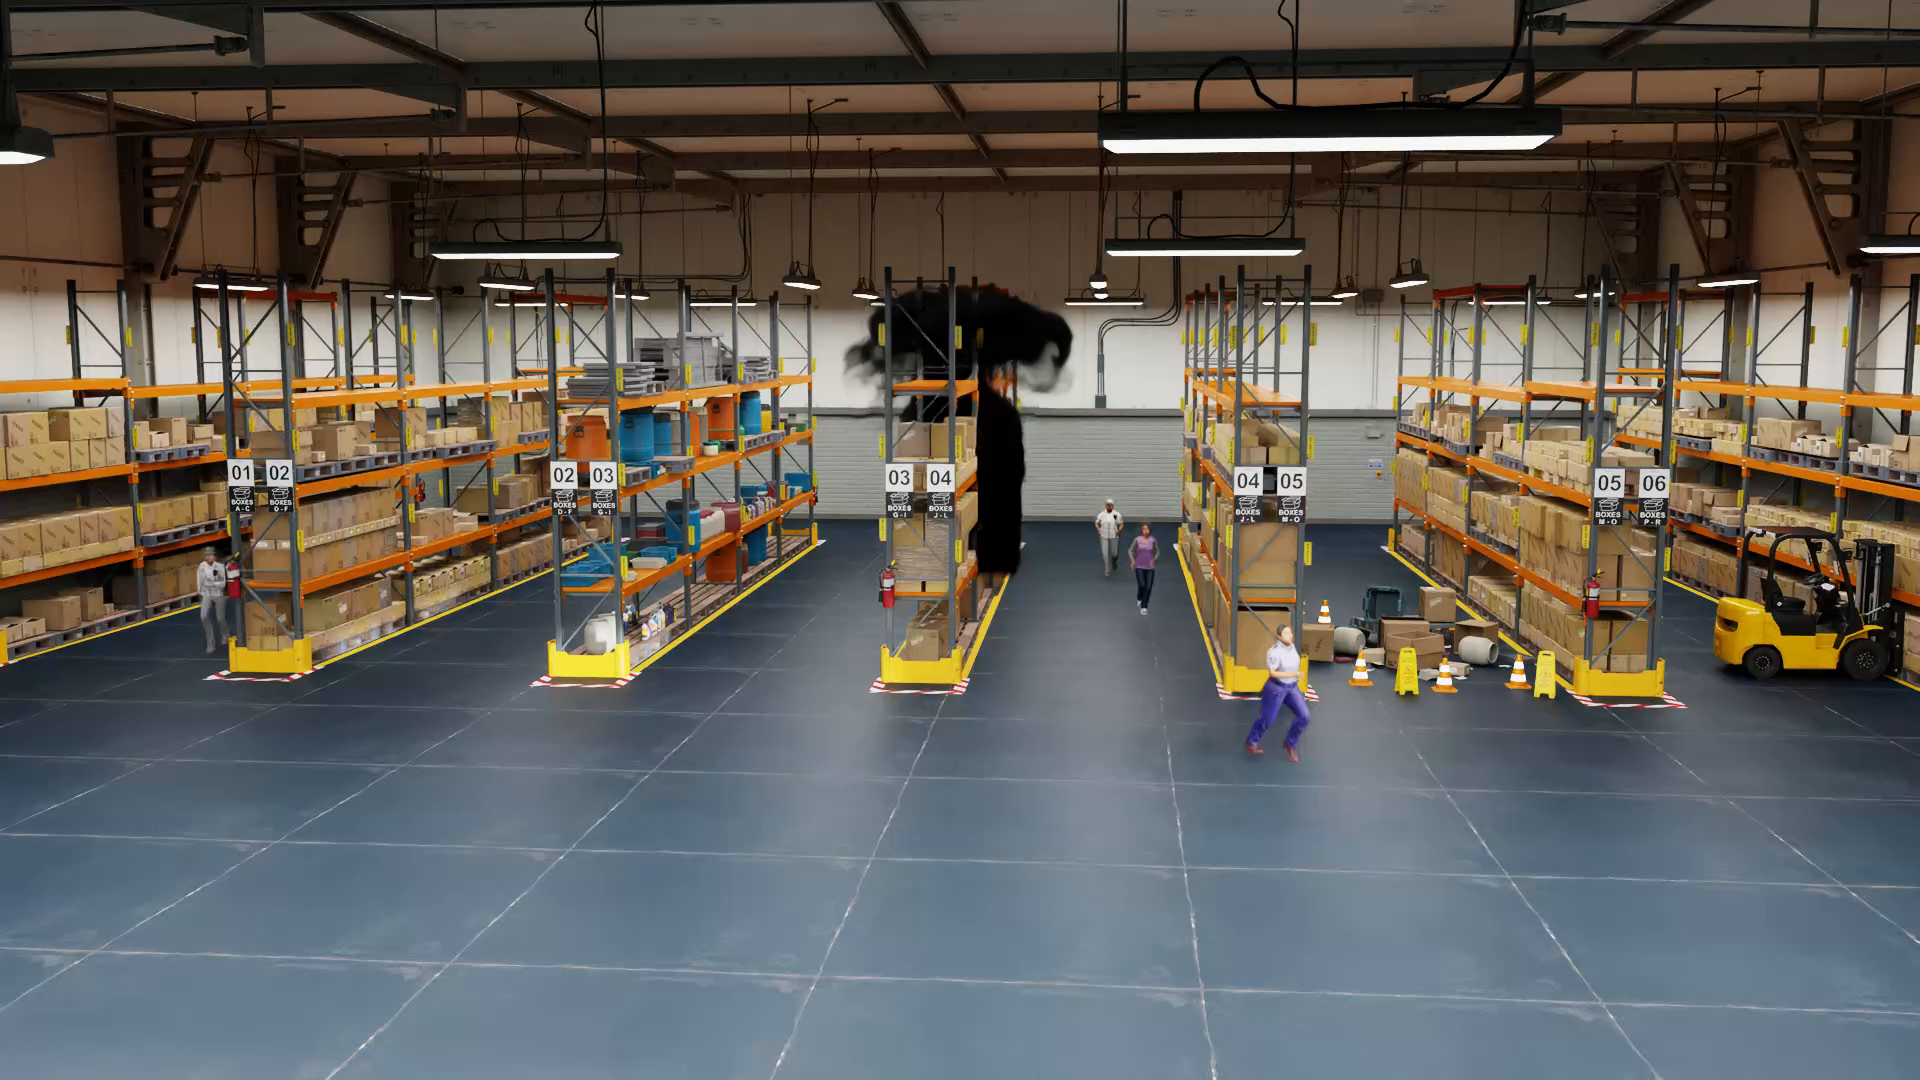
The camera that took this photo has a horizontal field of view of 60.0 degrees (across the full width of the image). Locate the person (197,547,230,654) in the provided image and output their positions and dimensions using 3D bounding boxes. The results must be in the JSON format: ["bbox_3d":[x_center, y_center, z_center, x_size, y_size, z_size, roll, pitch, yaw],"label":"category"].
[{"bbox_3d":[-11.957,0.939,26.693,0.636,1.725,0.827,0,7,-2],"label":"person"}]

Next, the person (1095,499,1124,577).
[{"bbox_3d":[3.142,-0.056,35.077,0.608,1.617,0.599,1,7,6],"label":"person"}]

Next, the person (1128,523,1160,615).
[{"bbox_3d":[3.150,0.501,28.357,0.531,1.569,0.461,0,7,-2],"label":"person"}]

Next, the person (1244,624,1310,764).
[{"bbox_3d":[3.806,1.809,19.714,0.611,1.669,0.858,-5,9,-36],"label":"person"}]
